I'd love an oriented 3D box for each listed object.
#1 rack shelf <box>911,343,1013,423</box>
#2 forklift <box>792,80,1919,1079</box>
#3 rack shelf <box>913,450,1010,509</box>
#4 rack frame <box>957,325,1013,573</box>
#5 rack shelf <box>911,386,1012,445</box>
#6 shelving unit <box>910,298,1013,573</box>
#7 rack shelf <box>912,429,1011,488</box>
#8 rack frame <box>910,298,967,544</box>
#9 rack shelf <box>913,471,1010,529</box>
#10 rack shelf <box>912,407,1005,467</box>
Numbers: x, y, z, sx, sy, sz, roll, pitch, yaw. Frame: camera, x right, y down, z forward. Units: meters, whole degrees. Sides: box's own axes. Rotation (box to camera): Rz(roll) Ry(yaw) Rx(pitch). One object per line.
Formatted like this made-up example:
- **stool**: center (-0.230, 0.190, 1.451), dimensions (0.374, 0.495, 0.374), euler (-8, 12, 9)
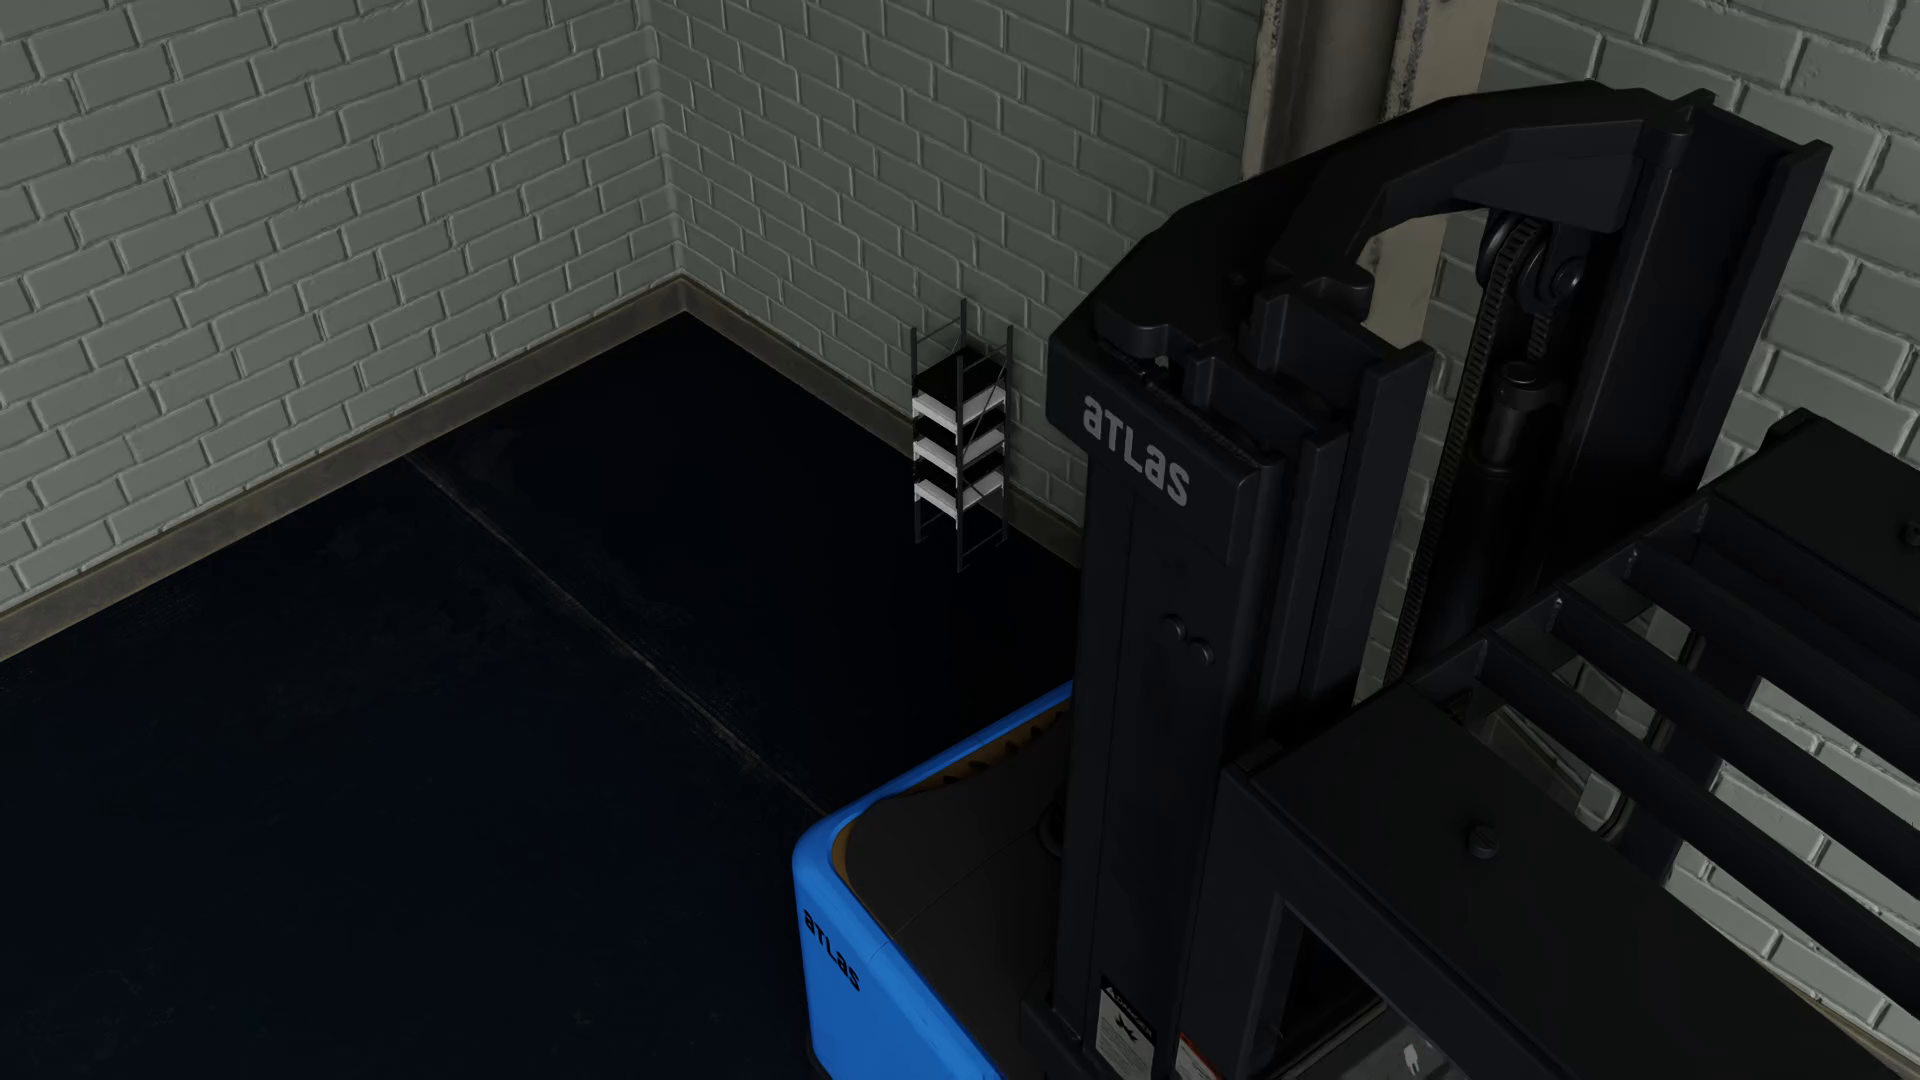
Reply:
- **rack shelf**: center (0.006, -0.500, 5.280), dimensions (0.258, 0.077, 0.200), euler (-34, 53, -31)
- **forklift**: center (0.902, 0.953, 2.558), dimensions (1.130, 2.935, 3.031), euler (-26, 49, -26)
- **rack shelf**: center (0.006, -0.236, 5.524), dimensions (0.258, 0.077, 0.200), euler (-34, 53, -31)
- **rack frame**: center (0.078, -0.278, 5.387), dimensions (0.240, 0.900, 0.006), euler (-34, 53, -31)
- **rack shelf**: center (0.006, -0.434, 5.341), dimensions (0.258, 0.077, 0.200), euler (-34, 53, -31)
- **shelving unit**: center (0.006, -0.327, 5.440), dimensions (0.258, 0.900, 0.210), euler (-34, 53, -31)
- **rack shelf**: center (0.006, -0.302, 5.463), dimensions (0.258, 0.077, 0.200), euler (-34, 53, -31)
- **rack frame**: center (-0.066, -0.375, 5.493), dimensions (0.240, 0.900, 0.006), euler (-34, 53, -31)
- **rack shelf**: center (0.006, -0.170, 5.585), dimensions (0.258, 0.077, 0.200), euler (-34, 53, -31)
- **rack shelf**: center (0.006, -0.368, 5.402), dimensions (0.258, 0.077, 0.200), euler (-34, 53, -31)
